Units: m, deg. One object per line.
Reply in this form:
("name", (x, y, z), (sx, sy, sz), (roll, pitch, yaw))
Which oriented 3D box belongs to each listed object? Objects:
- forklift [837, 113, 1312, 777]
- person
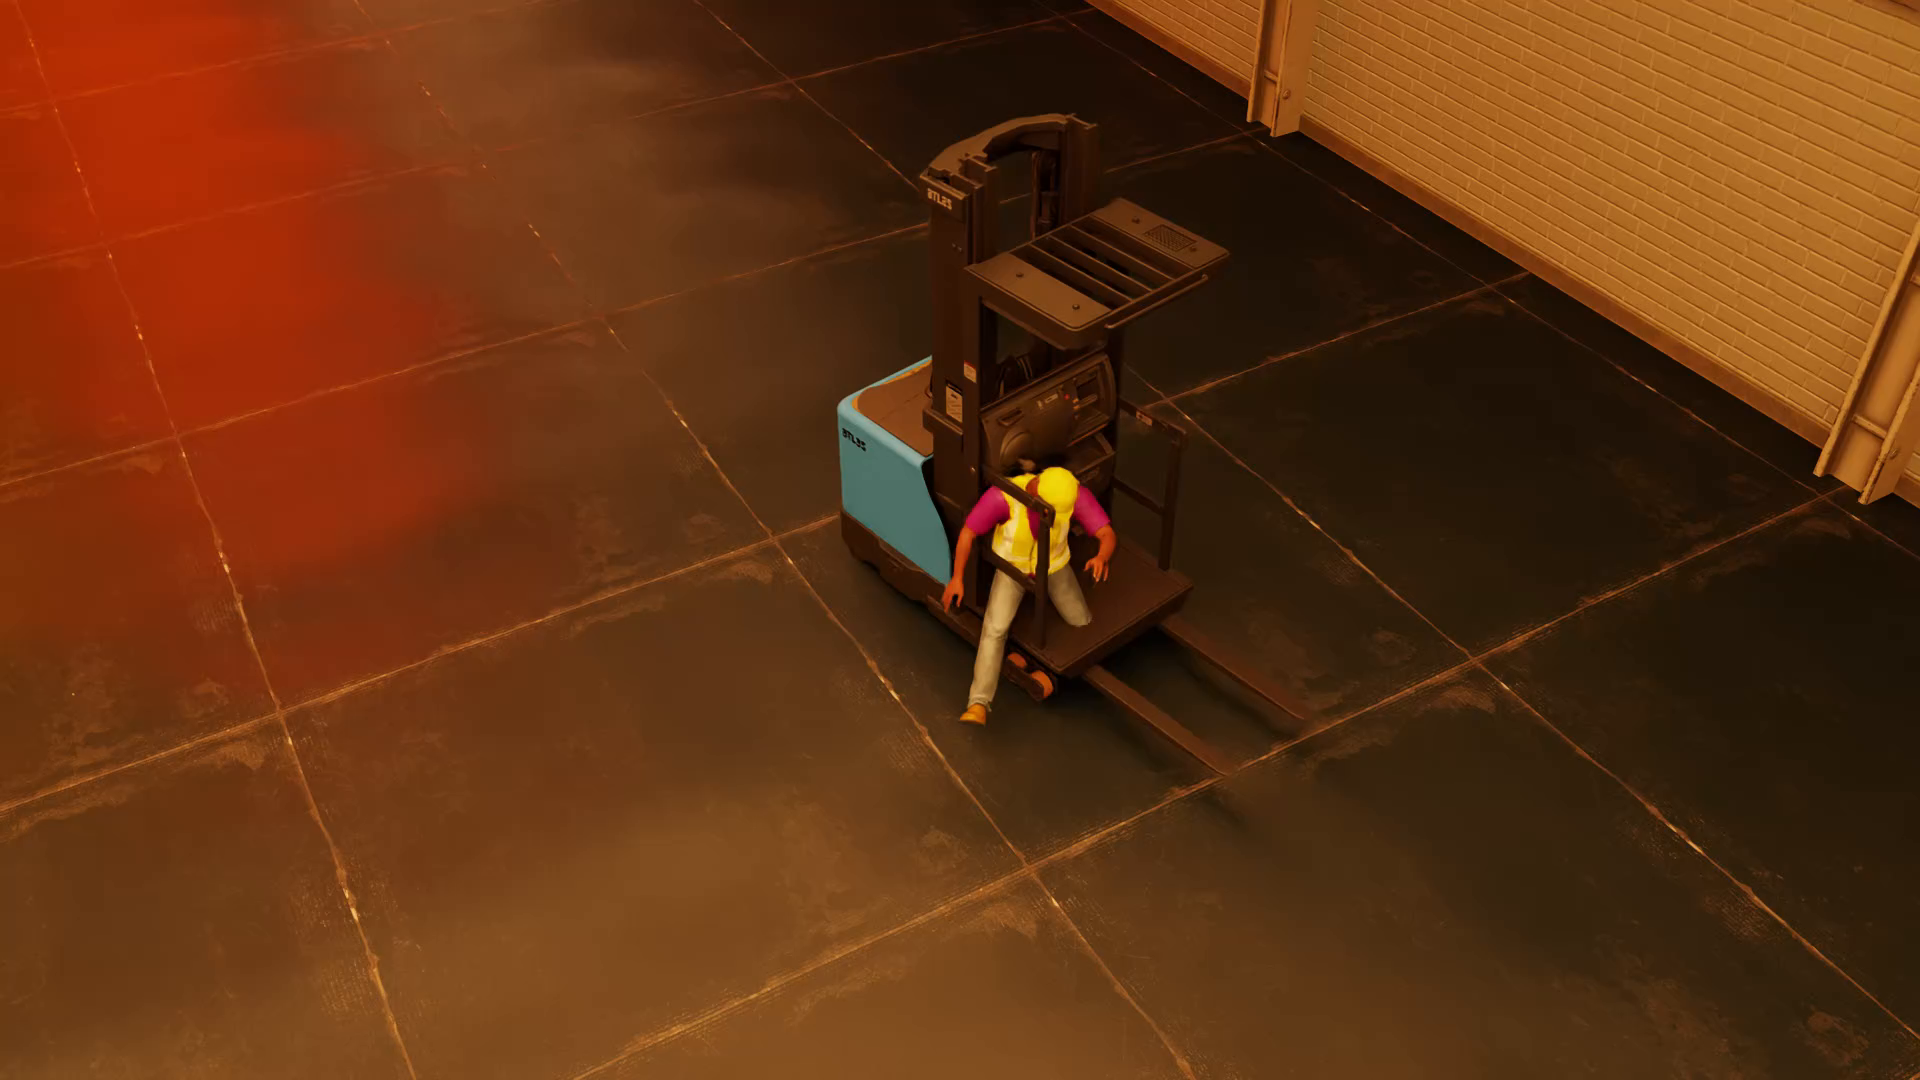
("forklift", (0.625, -0.605, 8.766), (1.130, 2.935, 3.031), (-30, 48, -31))
("person", (0.416, 0.274, 8.869), (1.022, 1.484, 1.161), (-1, 40, -1))
